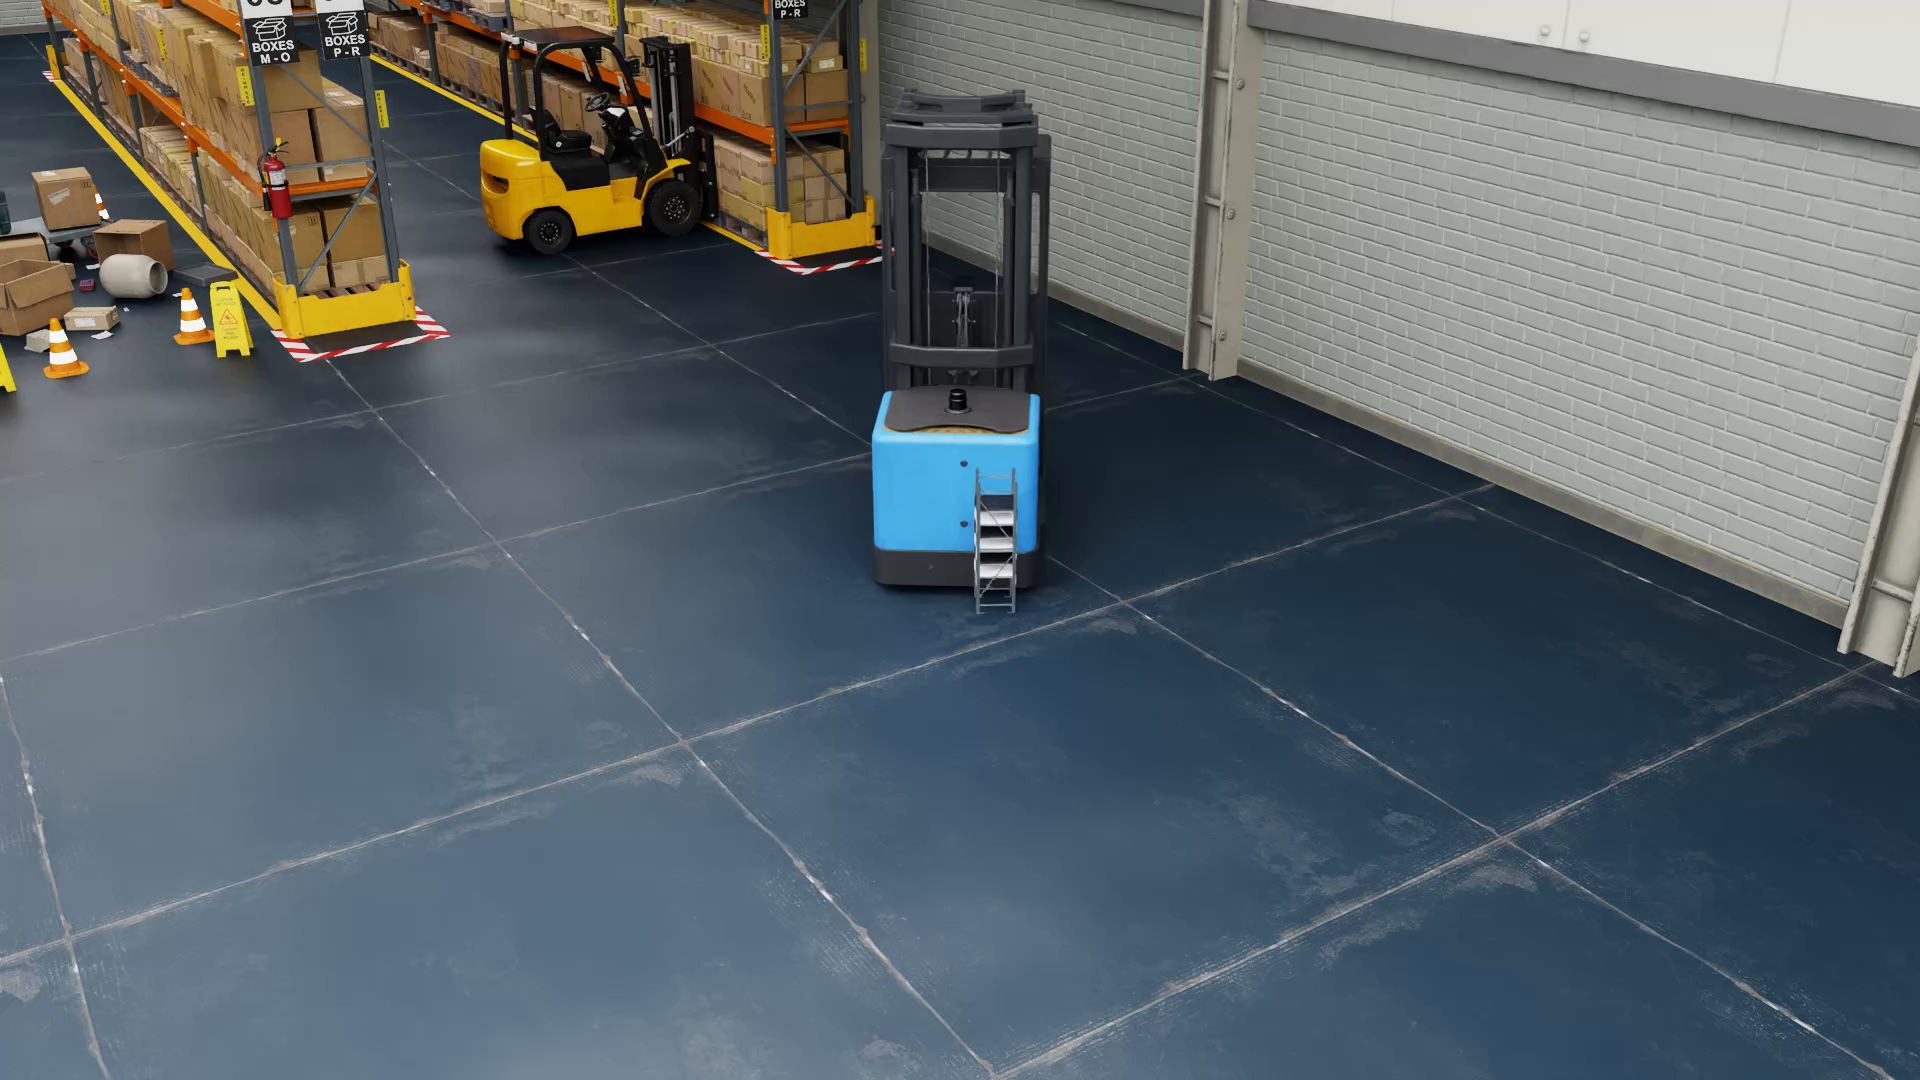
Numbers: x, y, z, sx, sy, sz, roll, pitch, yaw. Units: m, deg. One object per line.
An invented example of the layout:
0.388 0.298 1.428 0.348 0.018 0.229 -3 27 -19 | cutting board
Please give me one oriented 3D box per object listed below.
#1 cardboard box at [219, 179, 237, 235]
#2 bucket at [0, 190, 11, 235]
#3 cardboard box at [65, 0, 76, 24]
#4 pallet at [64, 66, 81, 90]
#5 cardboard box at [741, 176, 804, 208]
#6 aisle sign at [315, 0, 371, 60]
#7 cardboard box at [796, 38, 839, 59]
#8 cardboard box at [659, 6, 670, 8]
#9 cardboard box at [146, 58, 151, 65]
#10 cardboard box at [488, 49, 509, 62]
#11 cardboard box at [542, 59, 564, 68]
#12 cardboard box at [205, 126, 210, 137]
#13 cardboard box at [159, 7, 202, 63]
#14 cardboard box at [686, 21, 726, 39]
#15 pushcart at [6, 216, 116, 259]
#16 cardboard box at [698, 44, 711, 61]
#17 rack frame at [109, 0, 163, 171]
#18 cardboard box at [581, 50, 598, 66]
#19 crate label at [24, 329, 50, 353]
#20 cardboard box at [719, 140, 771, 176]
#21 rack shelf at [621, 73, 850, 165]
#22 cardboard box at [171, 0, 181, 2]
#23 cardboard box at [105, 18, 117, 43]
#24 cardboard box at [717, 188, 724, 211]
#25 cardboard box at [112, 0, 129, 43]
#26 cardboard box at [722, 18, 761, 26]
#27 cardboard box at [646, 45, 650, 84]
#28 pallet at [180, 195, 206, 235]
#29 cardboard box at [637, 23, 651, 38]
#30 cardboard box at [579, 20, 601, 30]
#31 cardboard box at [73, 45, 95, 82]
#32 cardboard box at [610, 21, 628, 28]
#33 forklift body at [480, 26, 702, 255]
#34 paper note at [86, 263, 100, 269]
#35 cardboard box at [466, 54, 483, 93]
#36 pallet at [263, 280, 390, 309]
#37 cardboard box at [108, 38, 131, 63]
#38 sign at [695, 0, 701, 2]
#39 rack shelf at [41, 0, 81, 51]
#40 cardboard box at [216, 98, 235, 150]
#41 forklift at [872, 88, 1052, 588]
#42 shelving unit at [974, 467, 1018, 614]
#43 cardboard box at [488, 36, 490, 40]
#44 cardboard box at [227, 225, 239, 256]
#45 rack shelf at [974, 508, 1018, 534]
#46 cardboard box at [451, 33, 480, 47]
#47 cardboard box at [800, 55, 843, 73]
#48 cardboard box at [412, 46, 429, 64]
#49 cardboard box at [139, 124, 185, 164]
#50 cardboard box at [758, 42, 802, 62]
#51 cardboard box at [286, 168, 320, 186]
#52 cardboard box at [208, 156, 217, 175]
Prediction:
-7.150 -3.411 16.812 0.500 0.500 0.500 -14 29 -27 | cardboard box
-9.916 -3.280 16.738 0.726 0.611 0.620 -6 16 -12 | bucket
-12.664 -7.787 24.114 0.500 0.500 0.500 -15 29 -29 | cardboard box
-13.879 -7.537 26.969 1.003 0.211 1.213 -16 29 -30 | pallet
-2.017 -3.775 17.876 0.500 0.250 0.500 -16 30 -30 | cardboard box
-5.353 -4.569 14.369 0.394 0.787 0.004 -16 29 -30 | aisle sign
-1.494 -5.144 17.408 0.380 0.149 0.250 -16 30 -31 | cardboard box
-3.788 -6.554 20.744 0.380 0.149 0.250 -17 30 -31 | cardboard box
-9.425 -5.733 19.682 0.380 0.149 0.250 -14 29 -27 | cardboard box
-6.726 -7.133 24.523 0.380 0.149 0.250 -15 29 -28 | cardboard box
-5.880 -6.975 24.187 0.380 0.149 0.250 -14 29 -27 | cardboard box
-7.469 -4.210 16.949 0.380 0.149 0.250 -15 29 -28 | cardboard box
-7.771 -5.198 17.110 0.700 0.500 0.500 -16 30 -30 | cardboard box
-2.827 -5.695 18.574 0.380 0.149 0.250 -15 29 -29 | cardboard box
-9.713 -3.039 17.245 0.936 0.377 1.648 18 31 33 | pushcart
-2.634 -5.352 18.196 0.380 0.149 0.250 -15 29 -29 | cardboard box
-10.013 -6.205 20.880 1.000 3.000 0.127 -16 29 -30 | rack frame
-4.446 -6.162 20.965 0.500 0.250 0.500 -16 29 -30 | cardboard box
-8.187 -1.788 14.878 0.298 0.136 0.250 12 28 24 | crate label
-2.286 -4.173 18.134 0.500 0.250 0.500 -15 29 -29 | cardboard box
-2.581 -4.891 18.940 1.077 0.370 4.000 -16 29 -30 | rack shelf
-9.241 -6.294 20.112 0.500 0.500 0.500 -16 30 -30 | cardboard box
-10.491 -6.477 21.046 0.500 0.250 0.500 -16 29 -30 | cardboard box
-2.540 -3.903 18.734 0.500 0.250 0.500 -15 29 -29 | cardboard box
-9.962 -6.359 20.250 0.500 0.500 0.500 -16 30 -31 | cardboard box
-2.461 -5.798 18.793 0.380 0.149 0.250 -15 29 -28 | cardboard box
-3.351 -5.575 19.429 0.500 0.500 0.500 -15 29 -29 | cardboard box
-8.256 -3.791 19.033 1.003 0.211 1.213 -16 29 -30 | pallet
-3.577 -6.003 19.575 0.380 0.149 0.250 -15 29 -28 | cardboard box
-4.442 -6.389 20.859 0.500 0.250 0.500 -16 30 -31 | cardboard box
-13.430 -7.559 26.258 0.875 0.438 0.875 -15 29 -28 | cardboard box
-4.045 -6.341 20.291 0.380 0.149 0.250 -14 29 -28 | cardboard box
-4.053 -4.371 17.989 2.313 2.155 1.214 -16 29 -30 | forklift body
-8.970 -2.844 17.239 0.148 0.019 0.142 -16 29 -30 | paper note
-7.119 -7.073 25.155 0.500 0.500 0.500 -17 30 -31 | cardboard box
-6.102 -2.408 16.104 1.003 0.211 1.213 -16 29 -30 | pallet
-10.507 -6.257 21.167 0.500 0.250 0.500 -17 30 -31 | cardboard box
-3.209 -6.489 20.375 0.100 0.325 0.005 -16 29 -30 | sign
-13.289 -8.025 25.579 1.077 0.370 4.000 -16 29 -30 | rack shelf
-6.713 -4.013 15.771 0.500 0.500 0.500 -16 29 -30 | cardboard box
0.050 -1.616 11.239 1.130 2.935 3.031 1 25 3 | forklift
0.217 0.010 10.165 0.258 0.900 0.210 -1 28 -2 | shelving unit
-7.148 -7.819 25.975 0.380 0.149 0.250 -17 30 -32 | cardboard box
-7.141 -3.069 16.966 0.500 0.250 0.500 -16 30 -30 | cardboard box
0.217 -0.120 10.097 0.258 0.077 0.200 -1 28 -2 | rack shelf
-7.702 -7.786 25.905 0.380 0.149 0.250 -17 30 -32 | cardboard box
-1.457 -5.022 17.497 0.380 0.149 0.250 -16 30 -31 | cardboard box
-8.785 -8.005 27.405 0.396 0.266 0.258 -14 29 -28 | cardboard box
-9.713 -5.002 20.918 0.950 0.372 0.625 -18 31 -33 | cardboard box
-1.861 -5.053 17.215 0.380 0.149 0.250 -15 29 -29 | cardboard box
-6.030 -3.314 15.050 0.380 0.149 0.250 -14 29 -28 | cardboard box
-7.434 -3.837 16.955 0.380 0.149 0.250 -14 29 -28 | cardboard box
